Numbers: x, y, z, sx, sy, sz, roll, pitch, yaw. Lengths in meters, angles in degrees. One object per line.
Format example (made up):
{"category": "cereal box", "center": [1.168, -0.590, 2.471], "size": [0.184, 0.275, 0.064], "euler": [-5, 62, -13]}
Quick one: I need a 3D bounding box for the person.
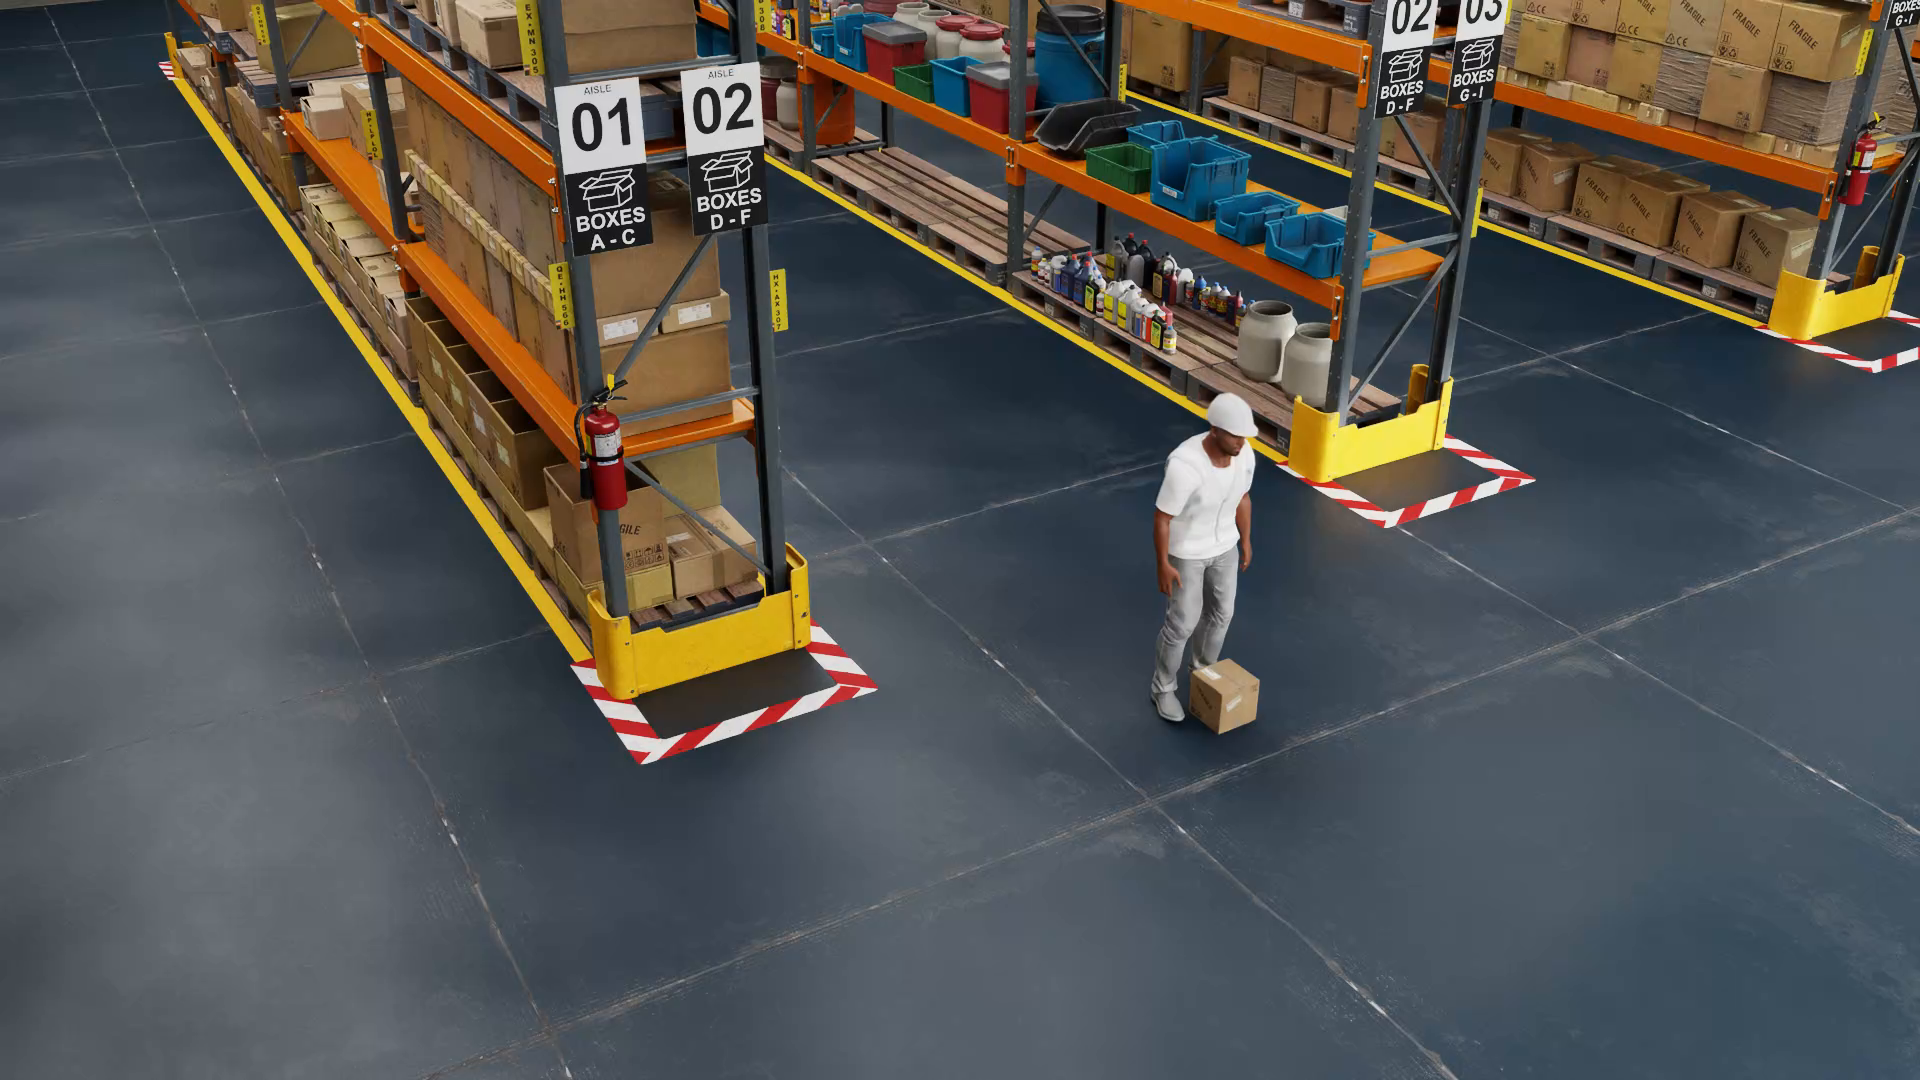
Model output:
{"category": "person", "center": [1.248, 0.058, 8.442], "size": [0.626, 1.759, 0.463], "euler": [-17, 33, -28]}
